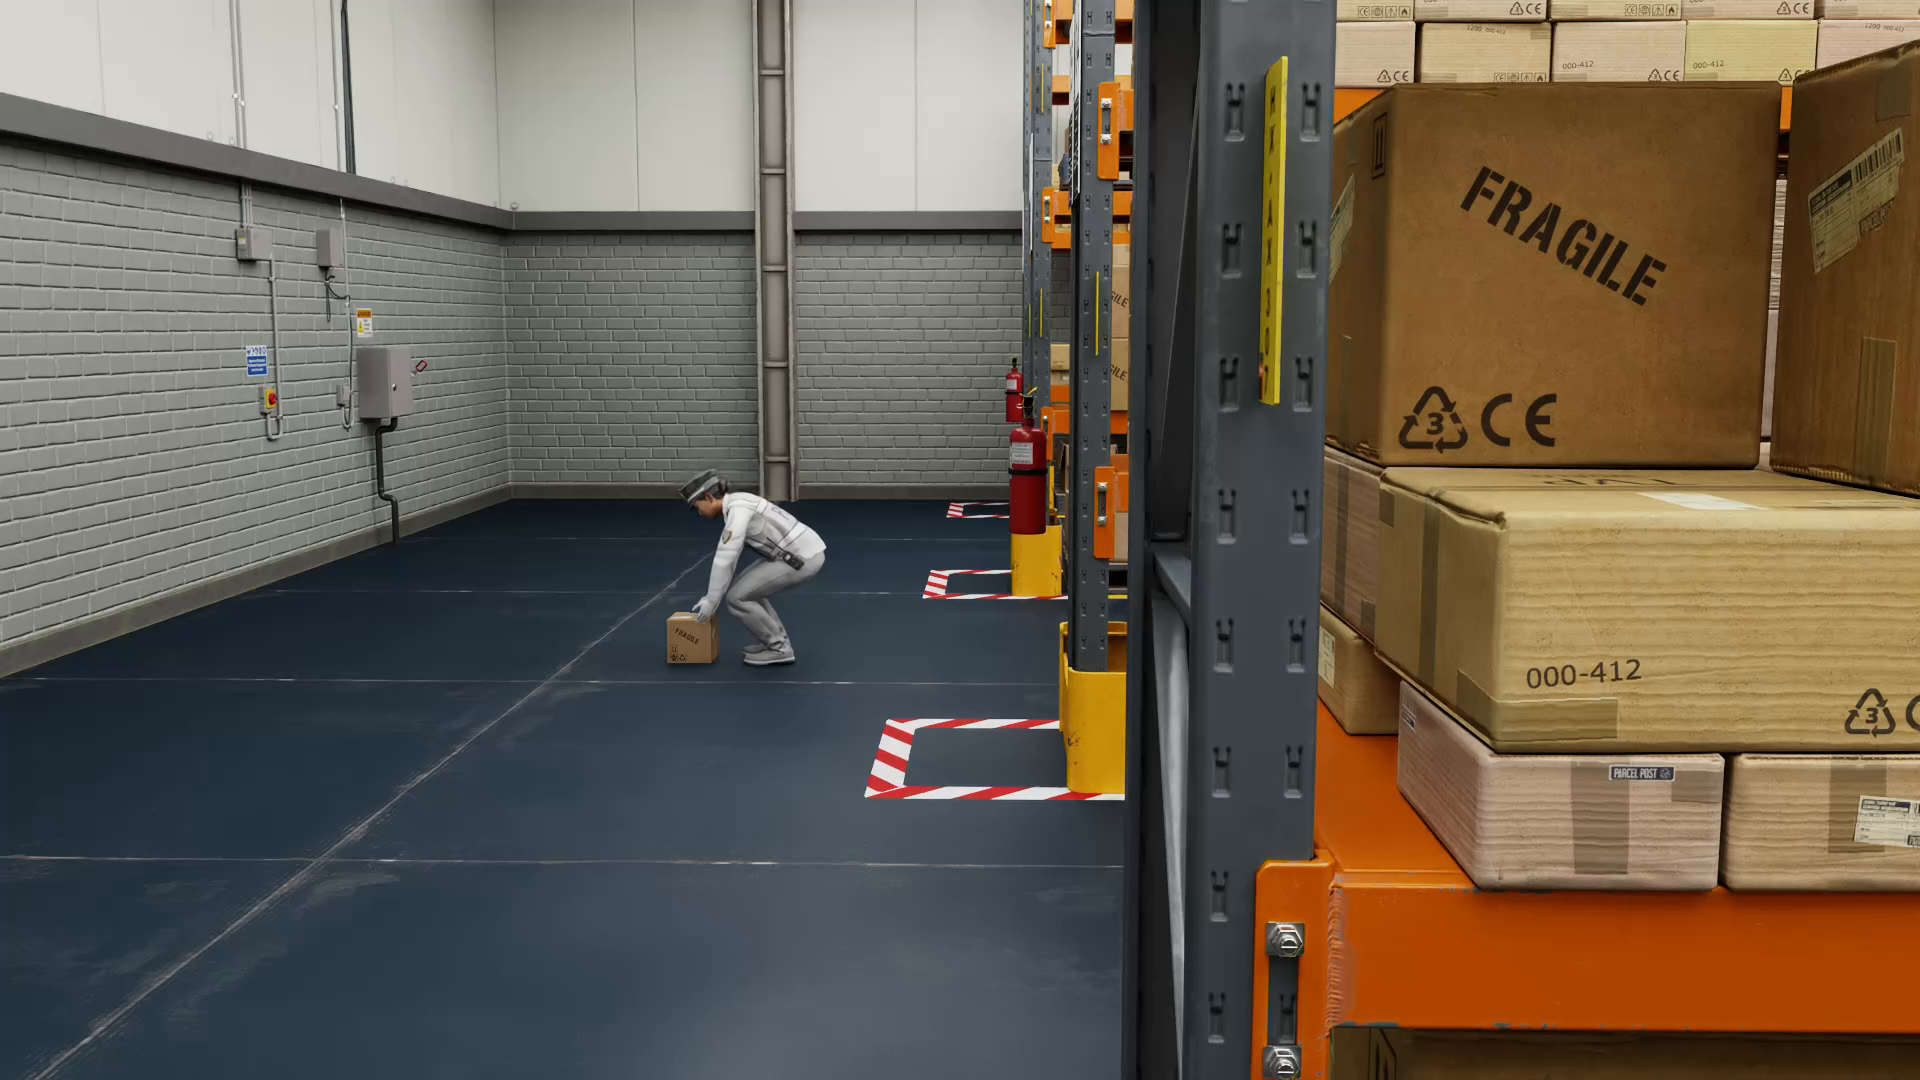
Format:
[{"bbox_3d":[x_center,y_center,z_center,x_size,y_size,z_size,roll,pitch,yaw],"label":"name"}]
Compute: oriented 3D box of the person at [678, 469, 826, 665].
[{"bbox_3d":[-1.171,0.145,9.378,0.820,1.101,0.510,0,7,1],"label":"person"}]
